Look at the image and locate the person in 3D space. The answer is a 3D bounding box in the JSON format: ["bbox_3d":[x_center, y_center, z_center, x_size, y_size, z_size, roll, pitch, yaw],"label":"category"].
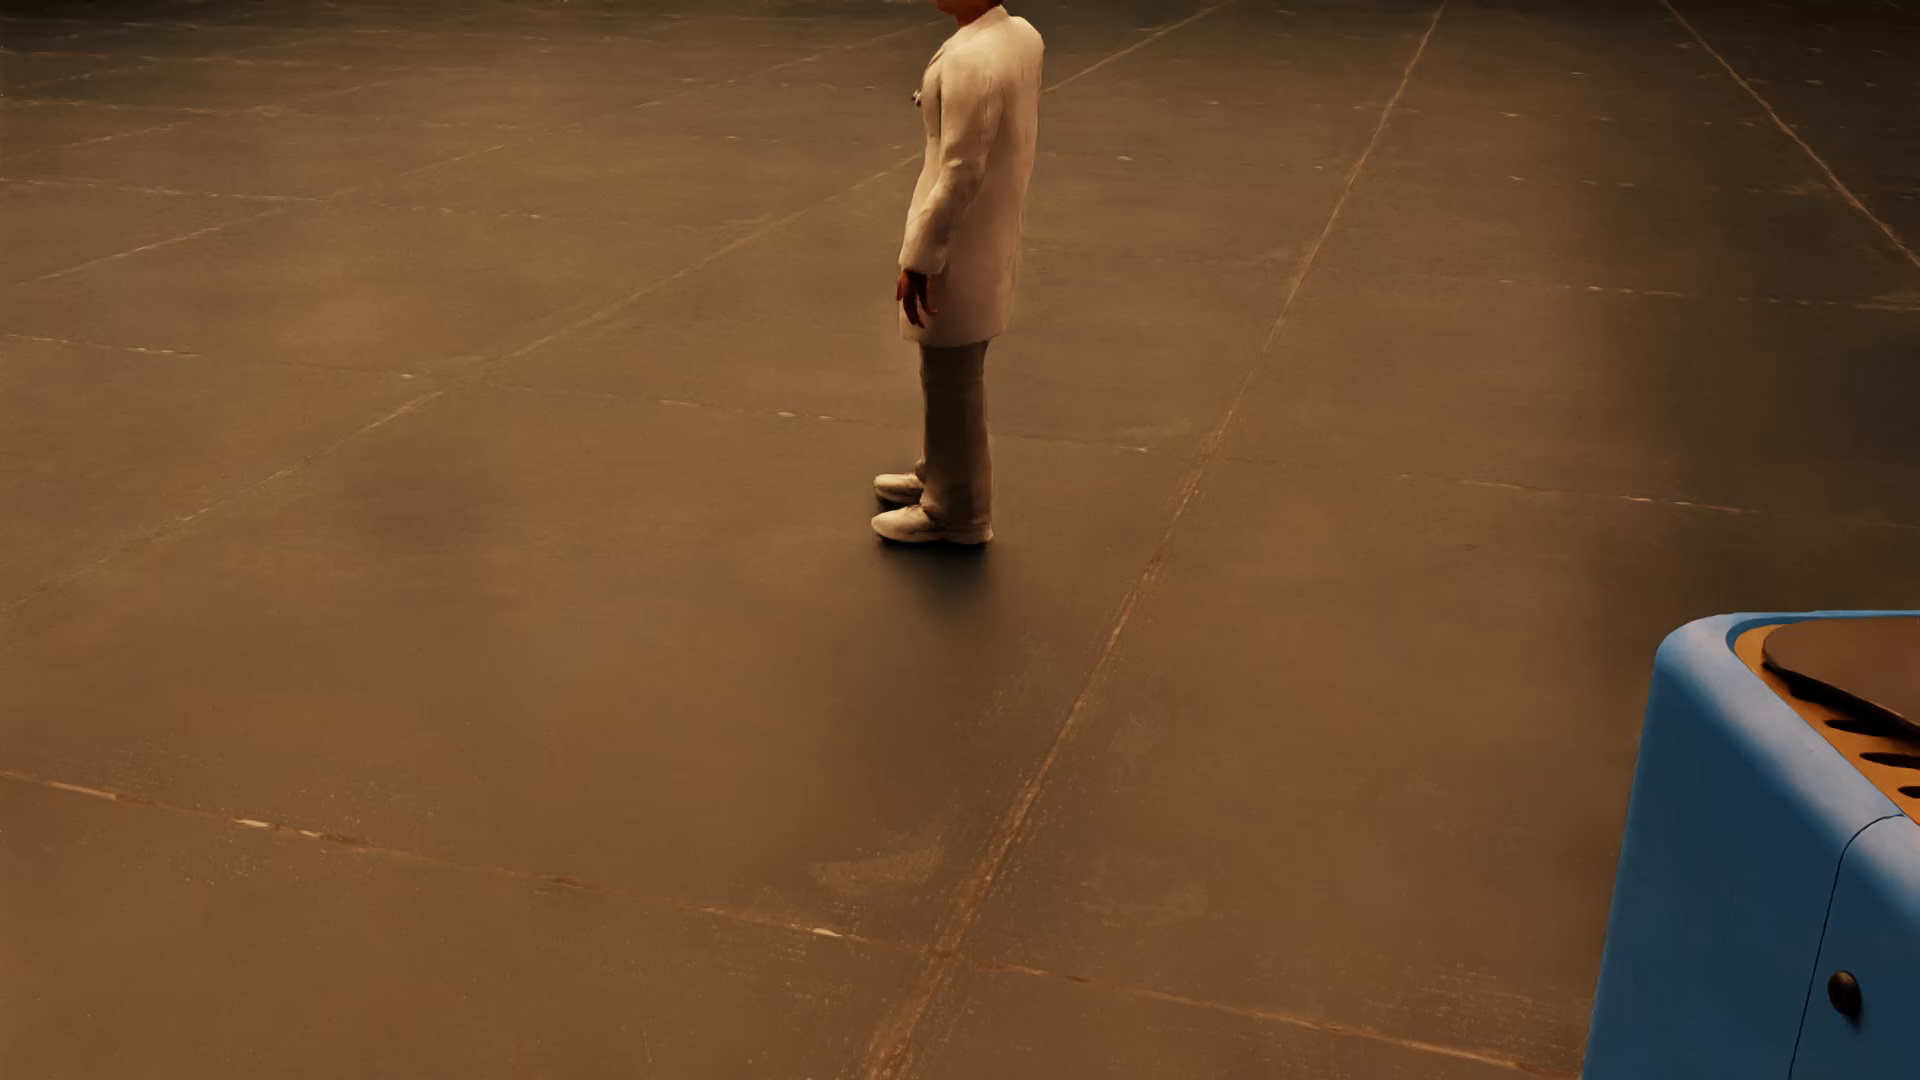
[{"bbox_3d":[-0.085,-0.840,4.808,0.579,1.776,0.694,7,23,16],"label":"person"}]
